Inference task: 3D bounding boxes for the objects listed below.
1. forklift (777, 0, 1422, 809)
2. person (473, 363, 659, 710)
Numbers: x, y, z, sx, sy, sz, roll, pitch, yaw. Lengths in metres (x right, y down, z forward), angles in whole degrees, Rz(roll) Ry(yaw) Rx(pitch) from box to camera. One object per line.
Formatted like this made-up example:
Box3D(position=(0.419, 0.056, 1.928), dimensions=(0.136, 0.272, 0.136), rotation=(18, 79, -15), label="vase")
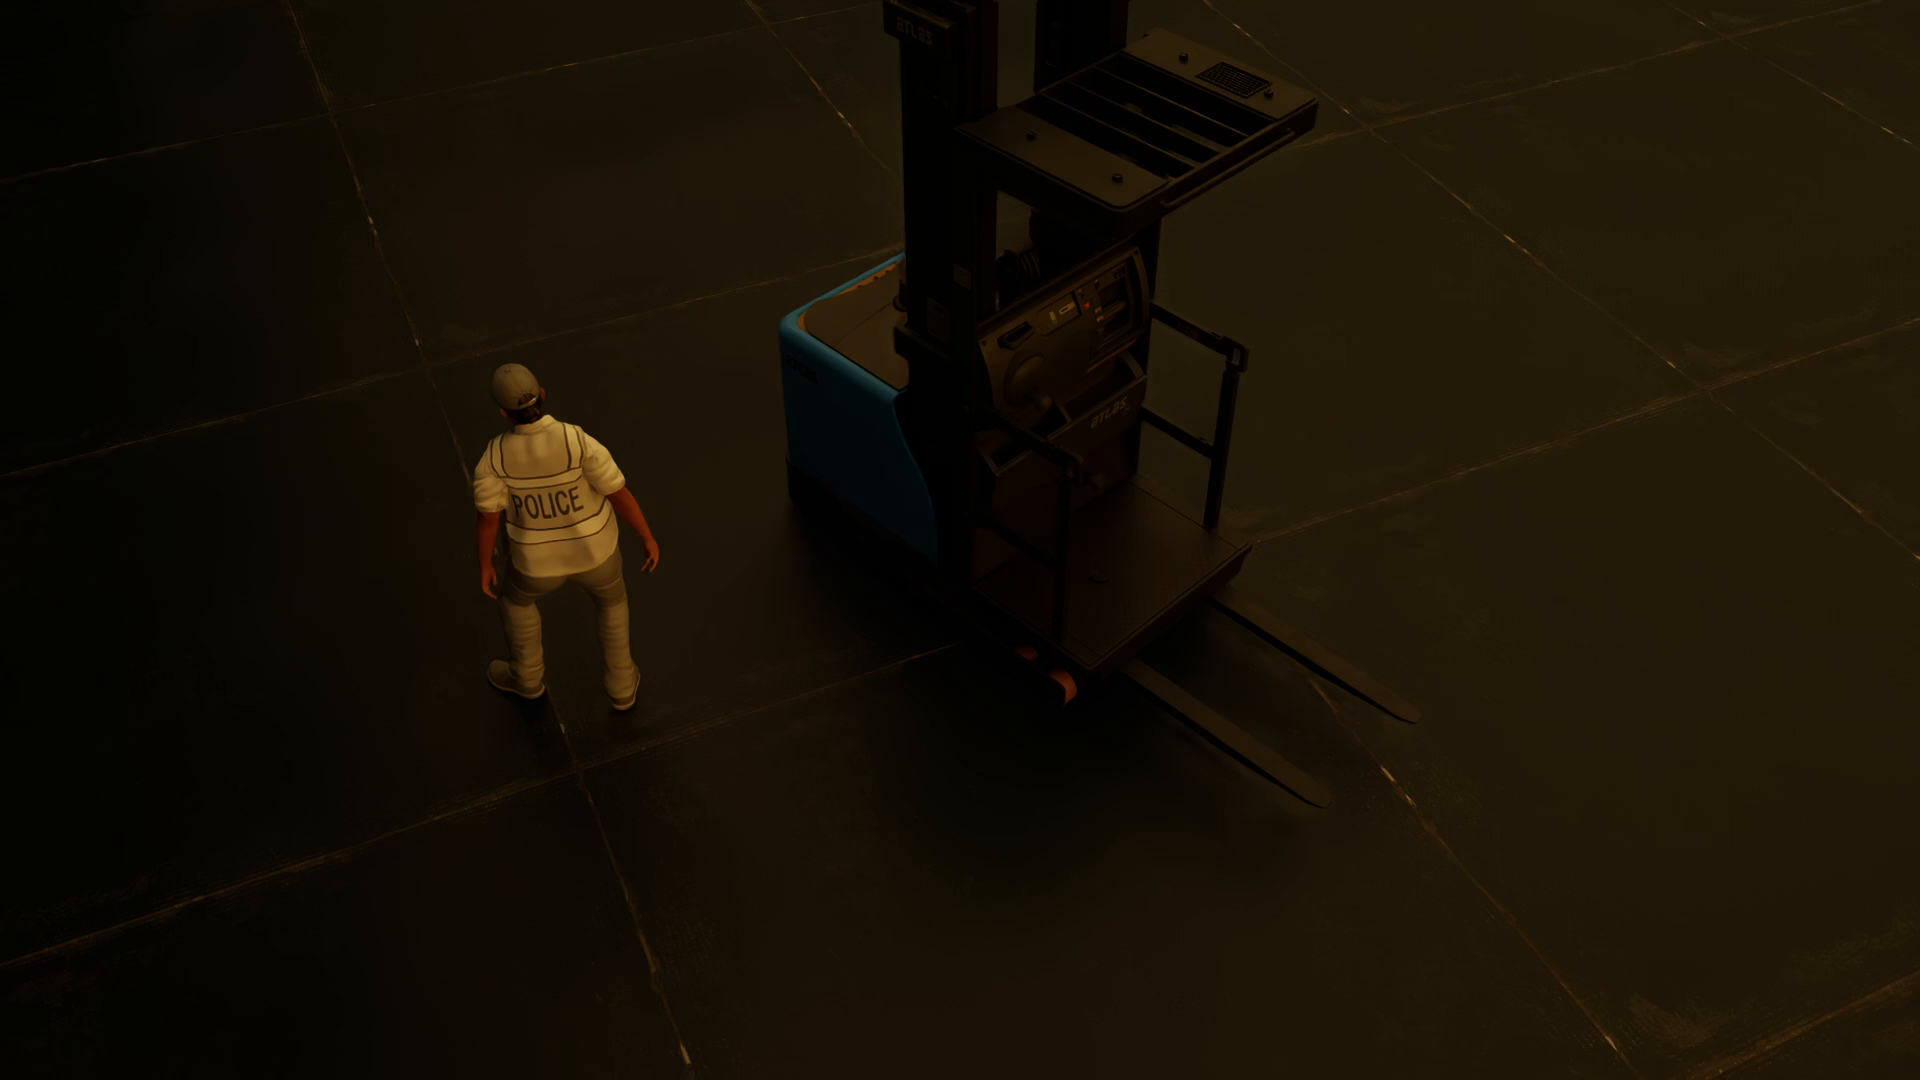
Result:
Box3D(position=(0.573, -0.770, 6.505), dimensions=(1.130, 2.935, 3.031), rotation=(-34, 53, -31), label="forklift")
Box3D(position=(-1.622, 0.010, 6.639), dimensions=(0.816, 1.637, 0.467), rotation=(-8, 44, -8), label="person")
